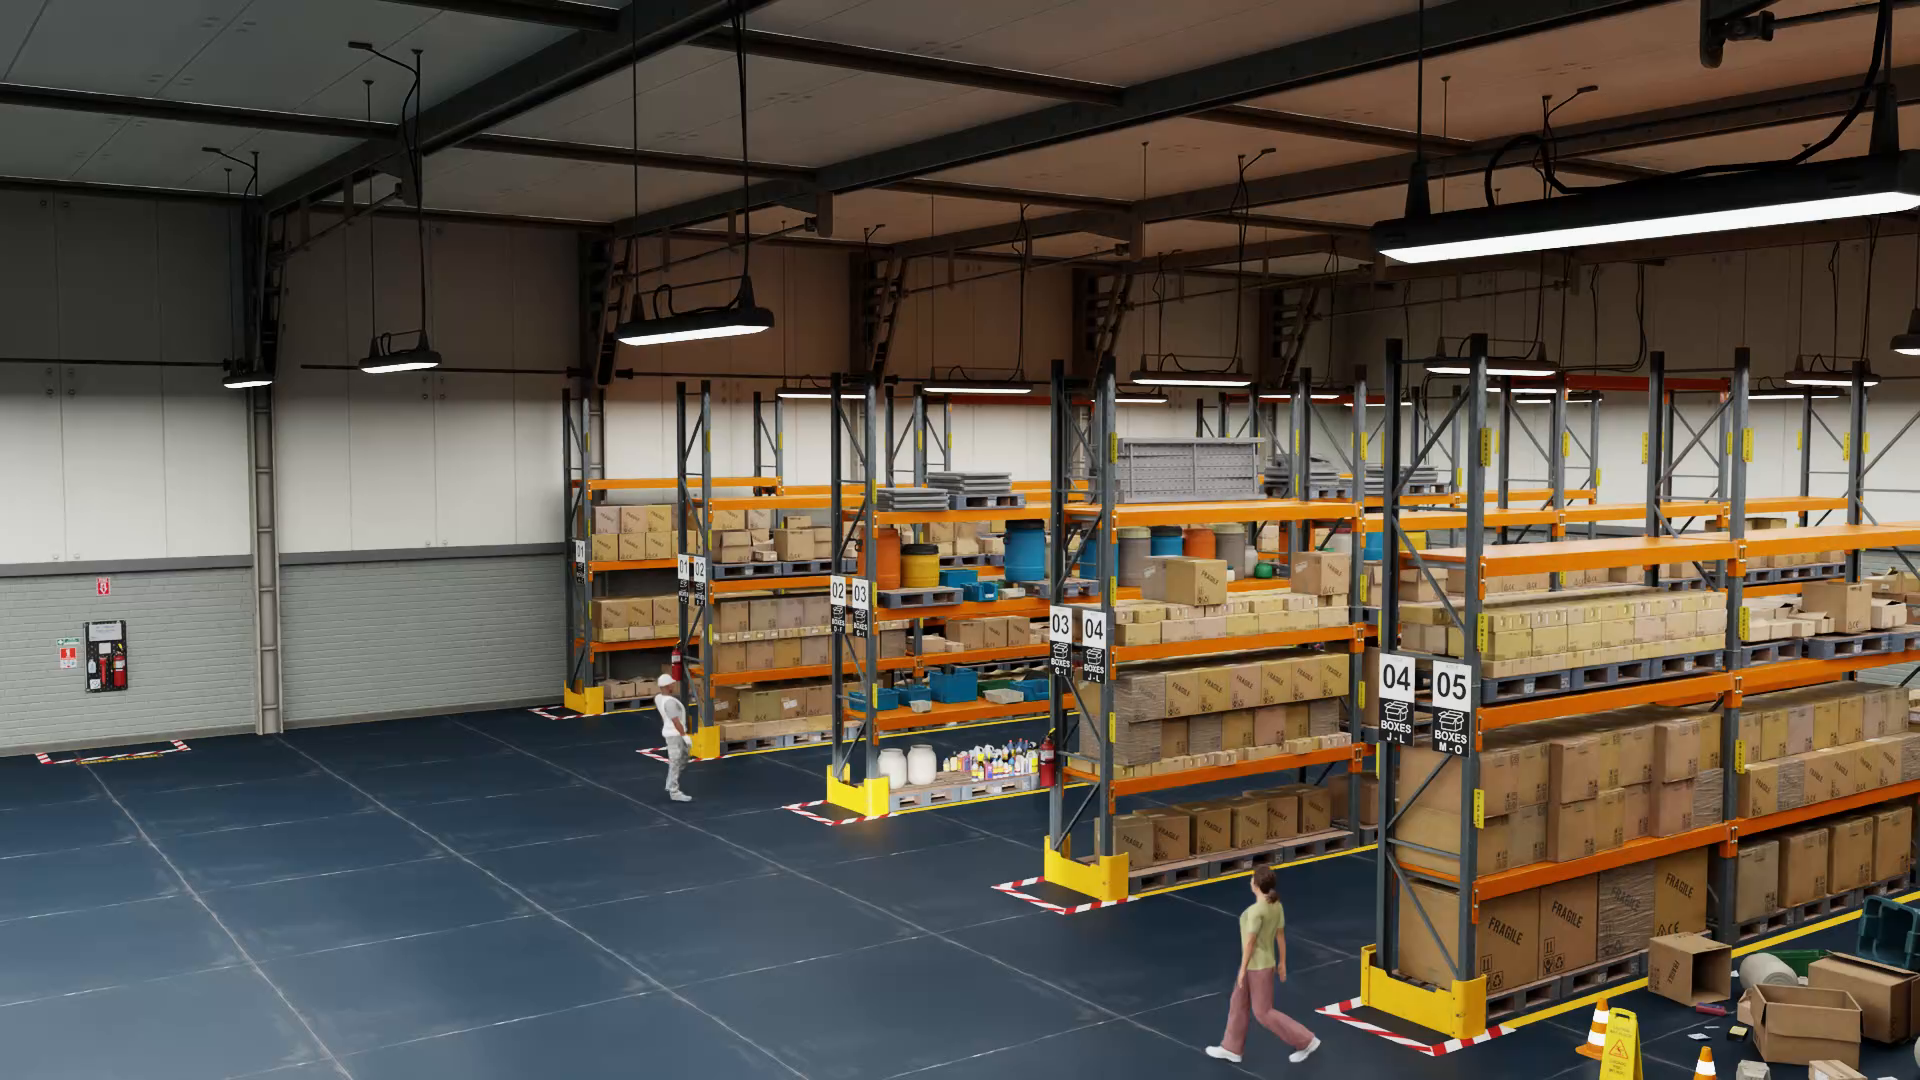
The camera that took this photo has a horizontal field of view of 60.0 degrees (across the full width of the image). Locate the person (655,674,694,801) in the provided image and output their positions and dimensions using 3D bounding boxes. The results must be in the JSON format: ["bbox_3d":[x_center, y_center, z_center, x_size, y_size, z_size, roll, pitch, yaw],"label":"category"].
[{"bbox_3d":[-4.015,2.773,23.430,0.586,1.794,0.624,0,4,0],"label":"person"}]

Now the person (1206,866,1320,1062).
[{"bbox_3d":[2.470,3.472,13.528,0.912,1.645,0.440,1,4,8],"label":"person"}]
